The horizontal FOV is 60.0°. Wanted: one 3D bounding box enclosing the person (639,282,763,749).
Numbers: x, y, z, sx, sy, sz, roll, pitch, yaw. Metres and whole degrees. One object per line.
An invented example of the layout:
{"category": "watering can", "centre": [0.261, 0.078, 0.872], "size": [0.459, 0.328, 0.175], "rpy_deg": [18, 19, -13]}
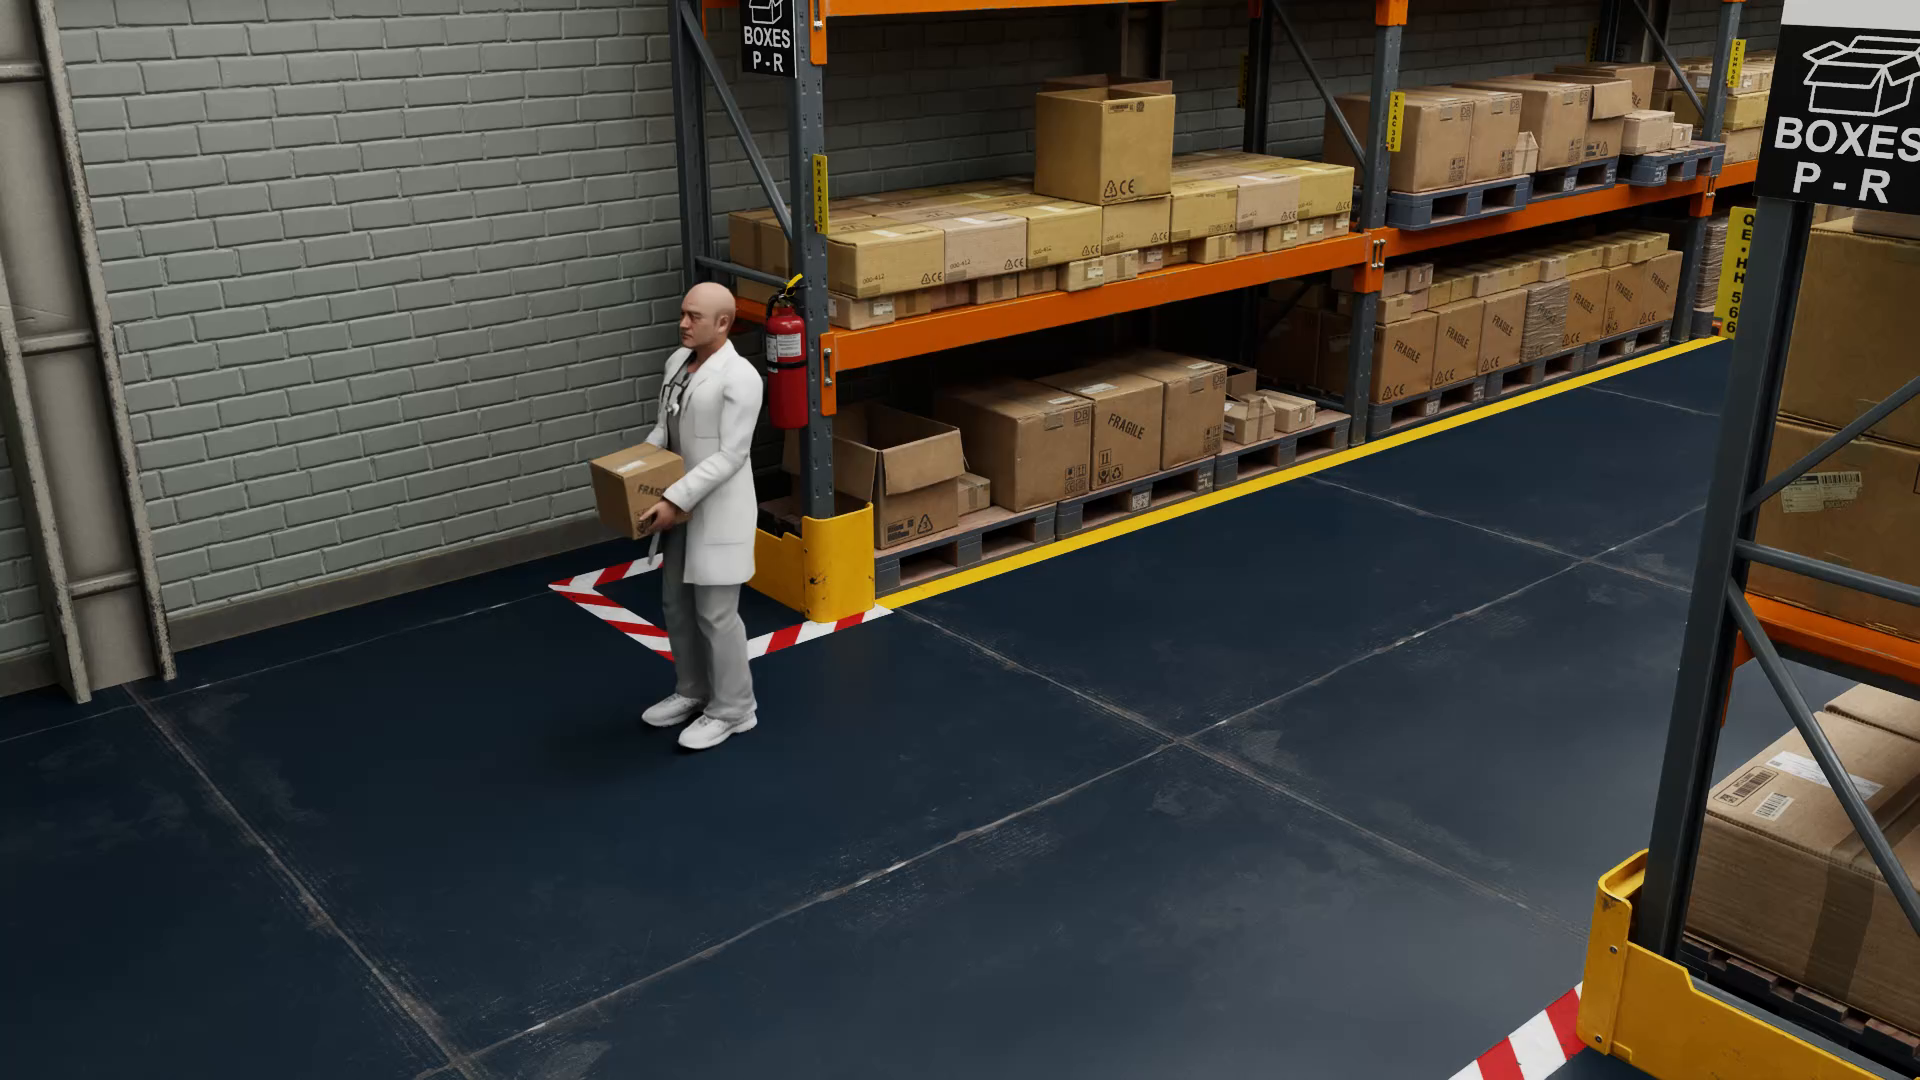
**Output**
{"category": "person", "centre": [-1.043, -0.078, 6.300], "size": [0.541, 1.779, 0.542], "rpy_deg": [-17, 27, -38]}
